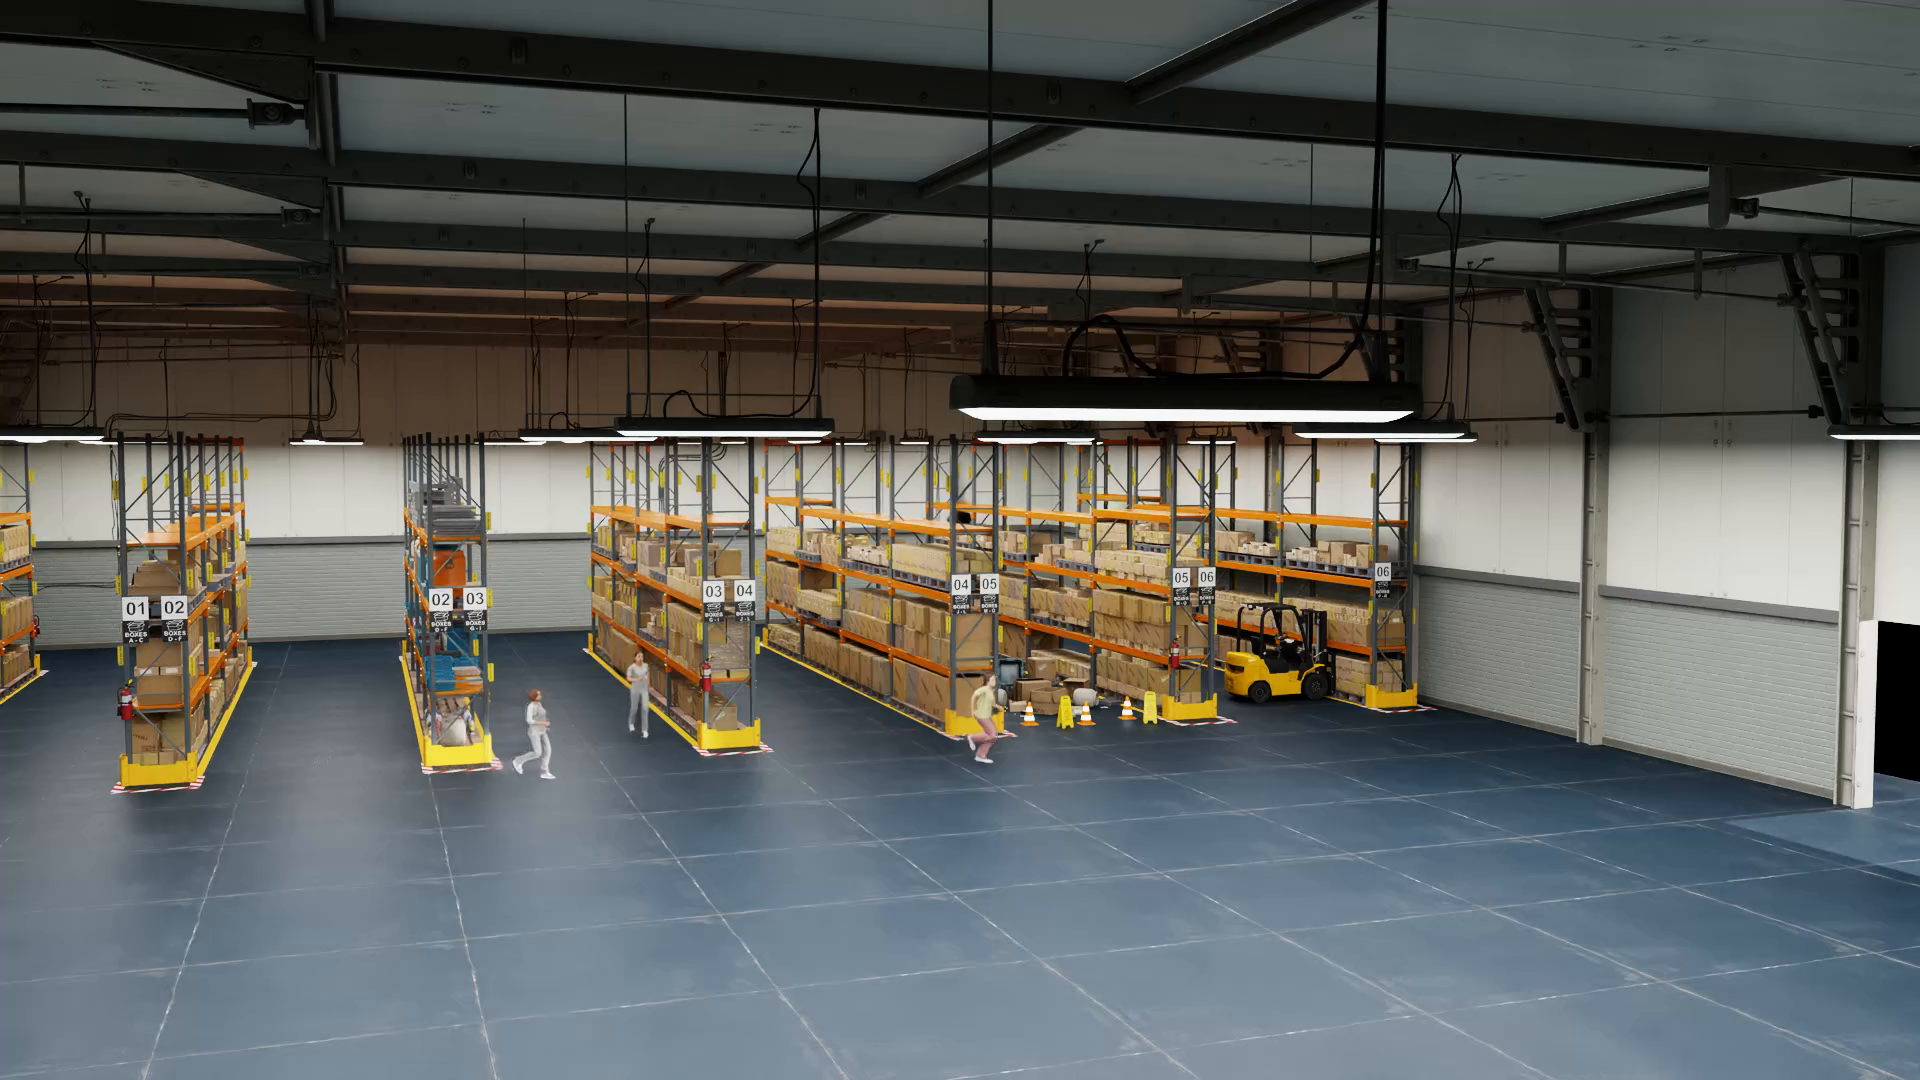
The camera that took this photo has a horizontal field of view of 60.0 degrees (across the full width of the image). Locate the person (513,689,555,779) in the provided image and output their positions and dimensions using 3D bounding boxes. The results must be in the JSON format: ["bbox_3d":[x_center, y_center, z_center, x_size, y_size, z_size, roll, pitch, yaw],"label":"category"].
[{"bbox_3d":[-7.347,3.349,28.726,0.738,1.569,0.548,1,3,9],"label":"person"}]

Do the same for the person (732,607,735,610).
[{"bbox_3d":[-5.923,2.421,43.820,0.674,1.740,0.782,-1,3,-25],"label":"person"}]

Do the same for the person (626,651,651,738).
[{"bbox_3d":[-6.386,3.027,33.038,0.552,1.678,0.948,-2,4,-28],"label":"person"}]

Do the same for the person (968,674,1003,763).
[{"bbox_3d":[0.463,3.249,30.314,0.630,1.617,0.619,1,3,24],"label":"person"}]
